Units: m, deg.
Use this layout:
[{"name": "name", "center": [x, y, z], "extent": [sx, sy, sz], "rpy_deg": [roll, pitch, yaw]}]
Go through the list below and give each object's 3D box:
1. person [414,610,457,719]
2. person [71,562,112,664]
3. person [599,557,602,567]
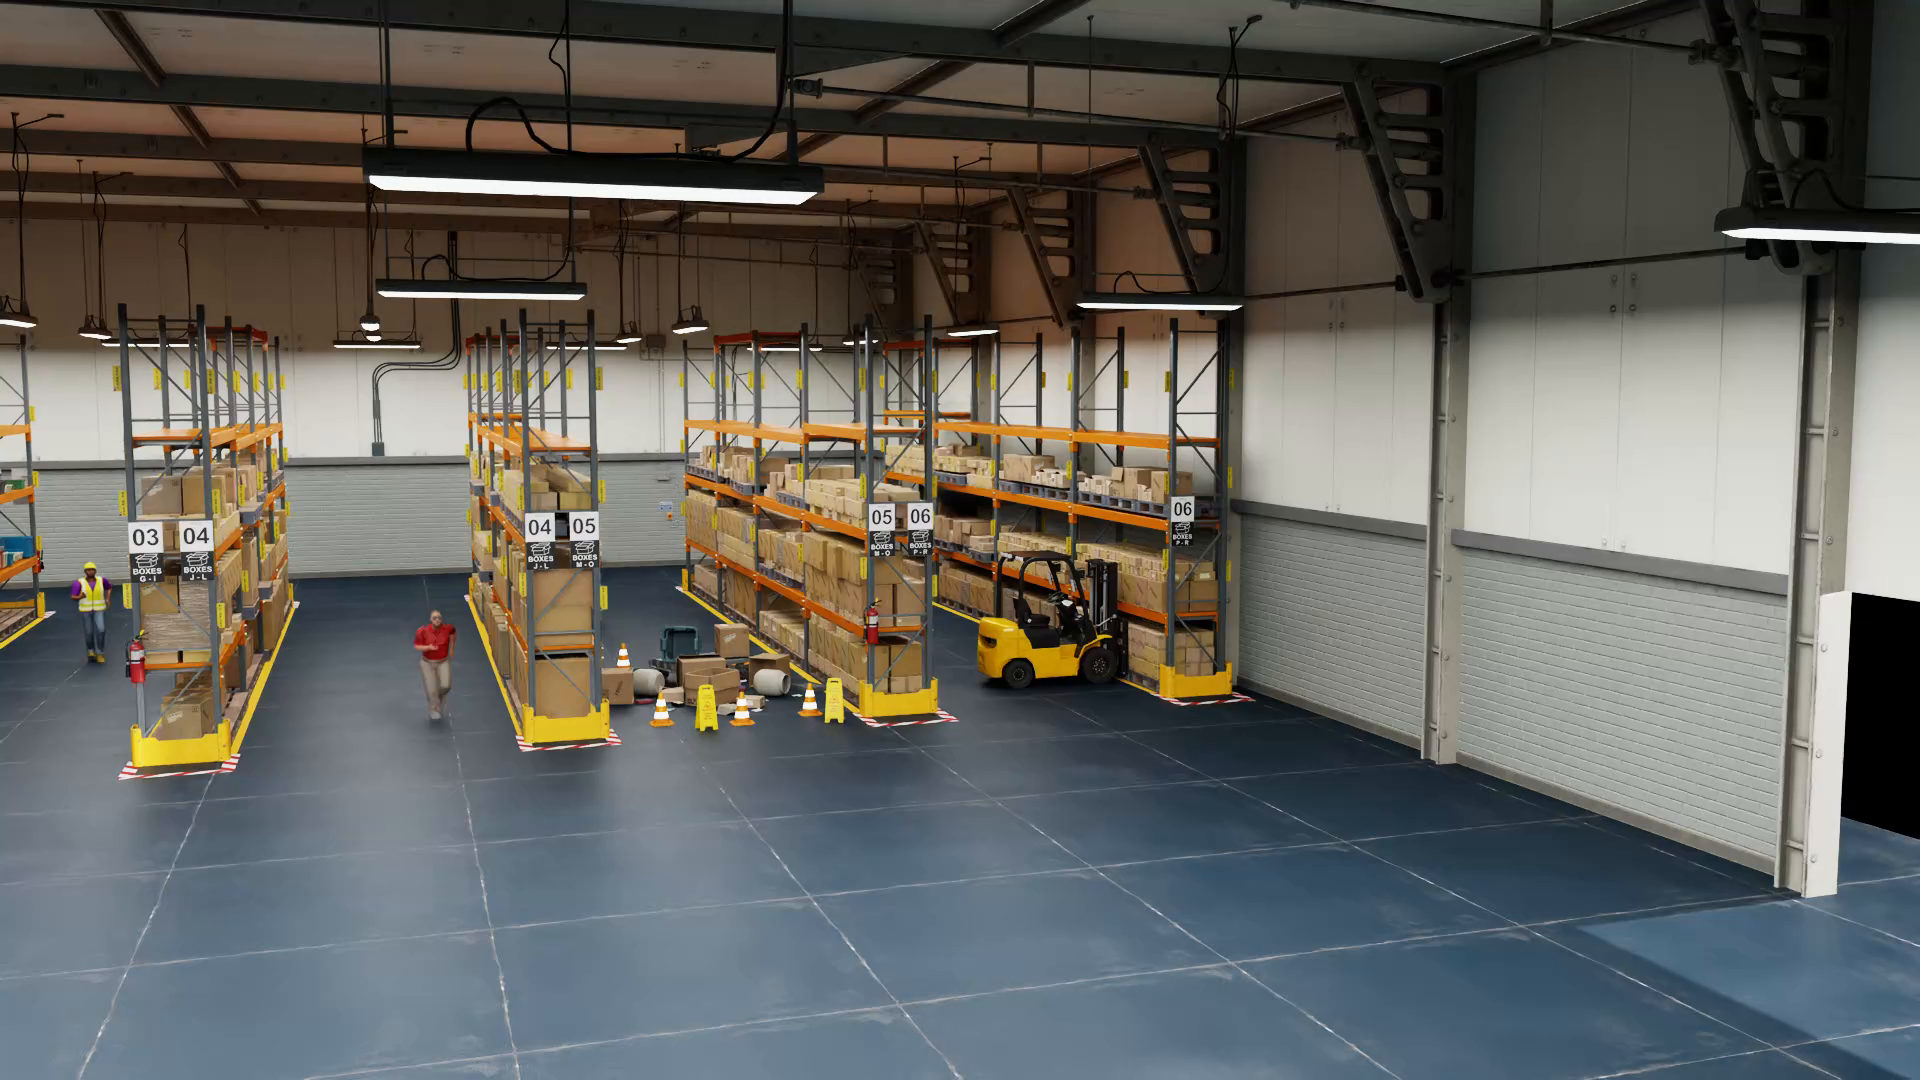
[{"name": "person", "center": [-7.696, 1.845, 24.489], "extent": [0.653, 1.655, 0.786], "rpy_deg": [-3, 6, -25]}, {"name": "person", "center": [-15.506, 1.305, 29.732], "extent": [0.671, 1.823, 0.723], "rpy_deg": [-3, 6, -30]}, {"name": "person", "center": [-7.909, 0.801, 35.183], "extent": [0.661, 1.771, 0.799], "rpy_deg": [-2, 6, -19]}]
